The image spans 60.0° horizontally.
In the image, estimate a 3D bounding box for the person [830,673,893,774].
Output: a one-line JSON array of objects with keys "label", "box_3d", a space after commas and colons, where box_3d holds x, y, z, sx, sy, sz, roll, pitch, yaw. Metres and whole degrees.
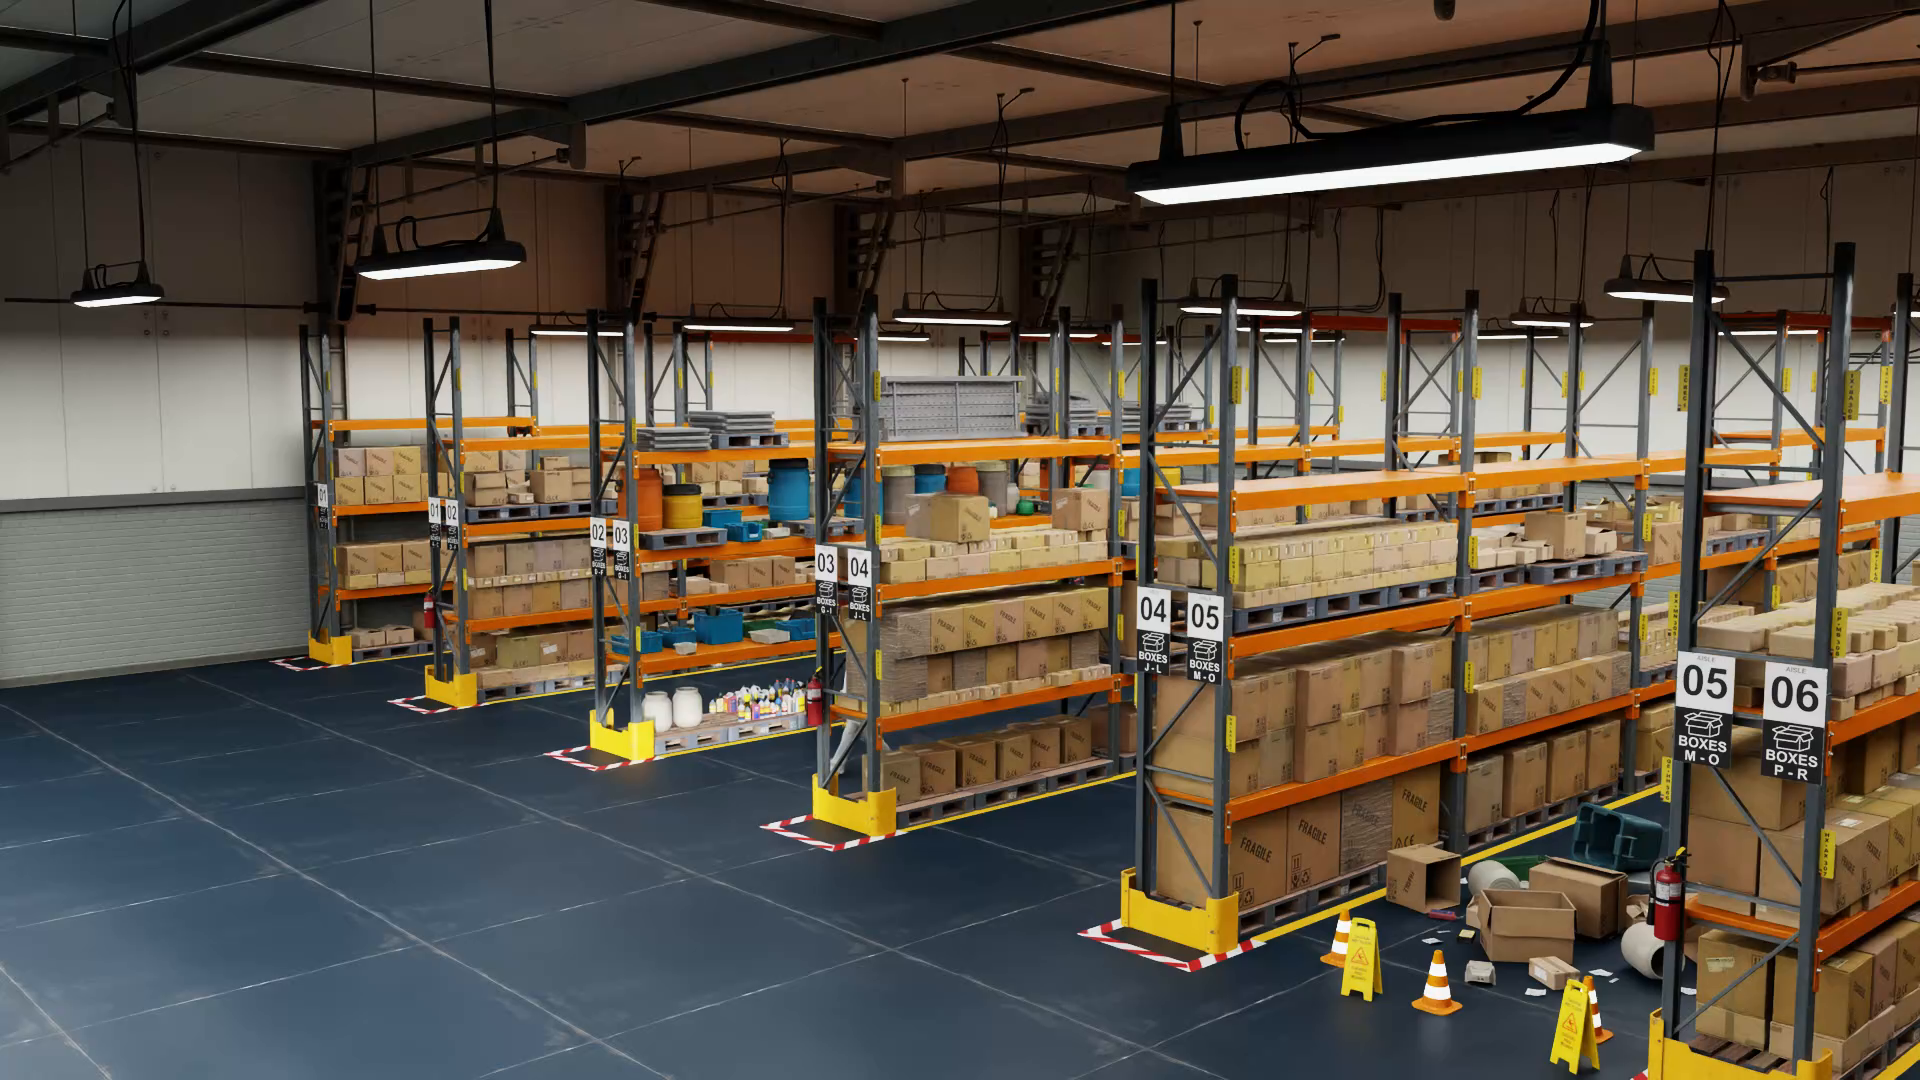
[{"label": "person", "box_3d": [-1.327, 2.140, 21.475, 1.164, 1.705, 0.568, -3, 7, -30]}]
